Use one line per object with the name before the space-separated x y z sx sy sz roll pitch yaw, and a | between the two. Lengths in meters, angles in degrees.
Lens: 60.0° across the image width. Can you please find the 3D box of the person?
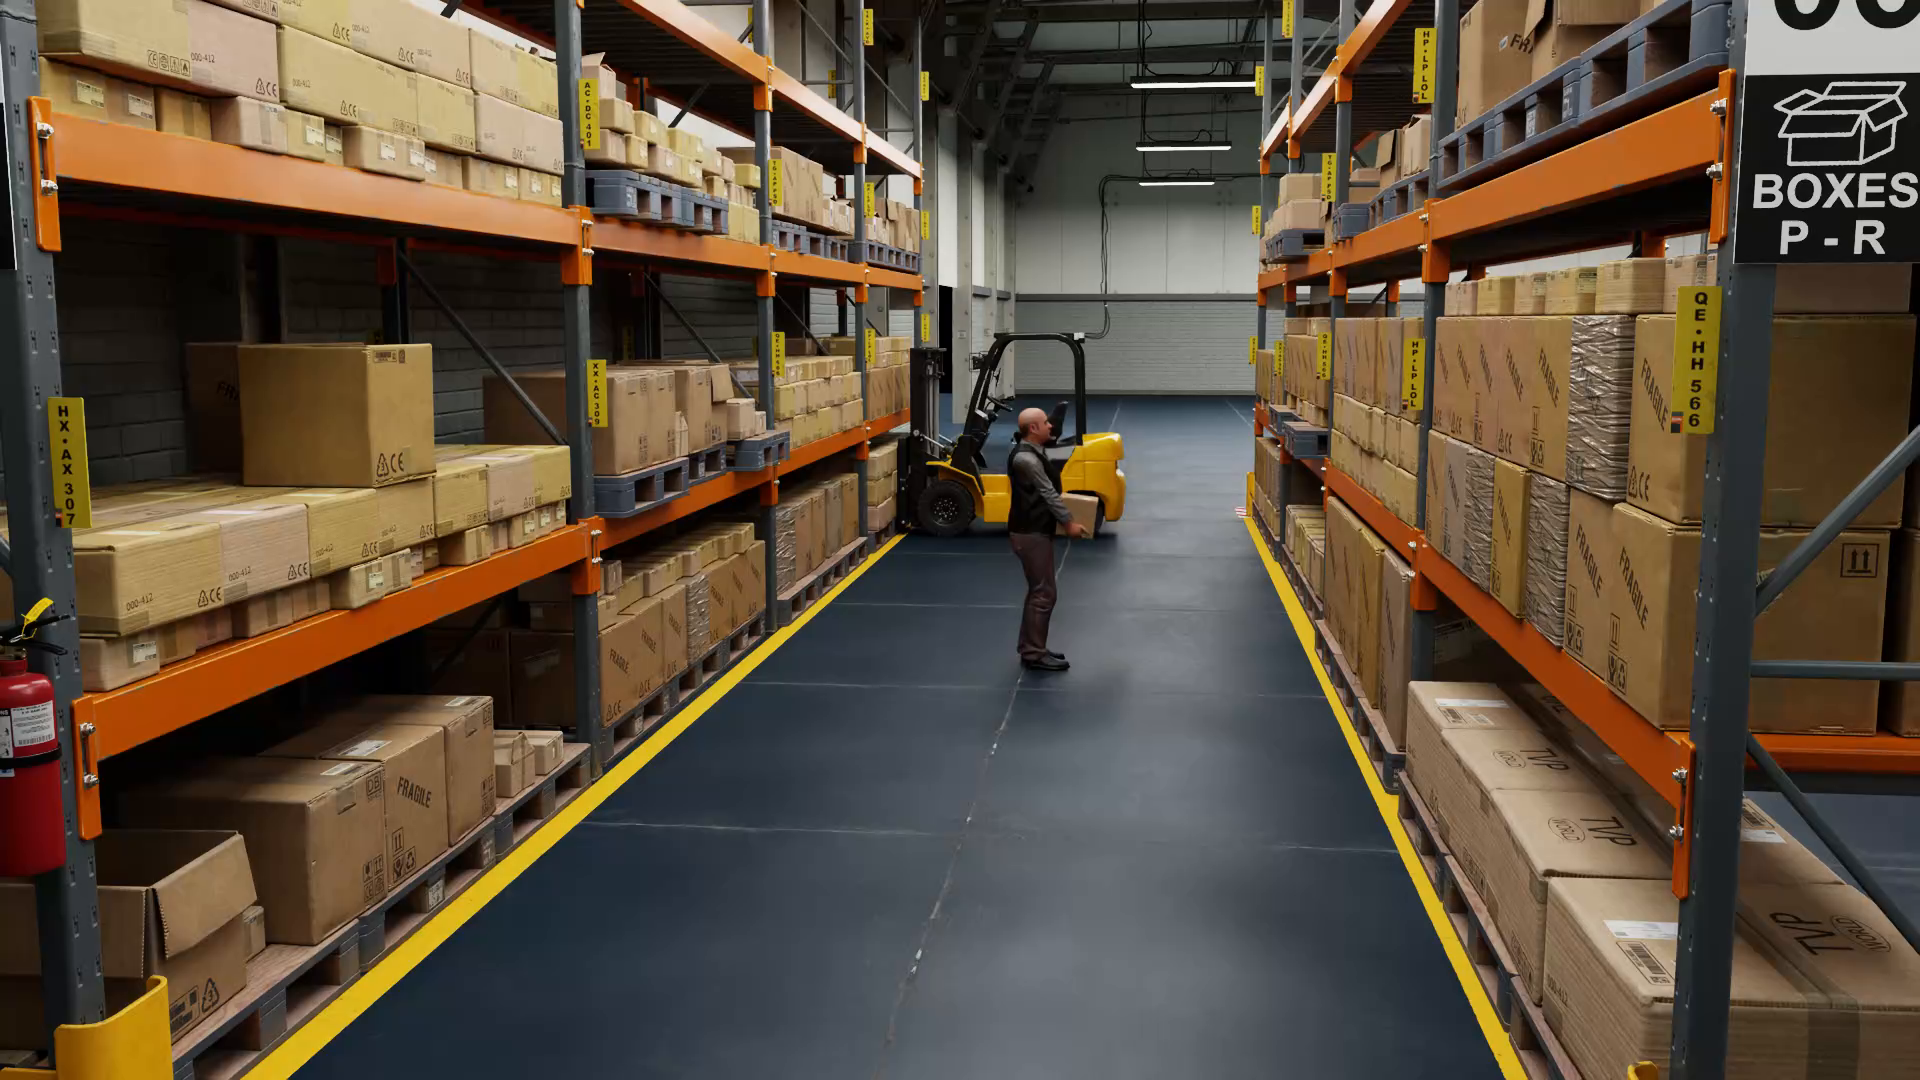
person | 0.600 -0.014 11.014 0.523 1.719 0.466 1 8 6
